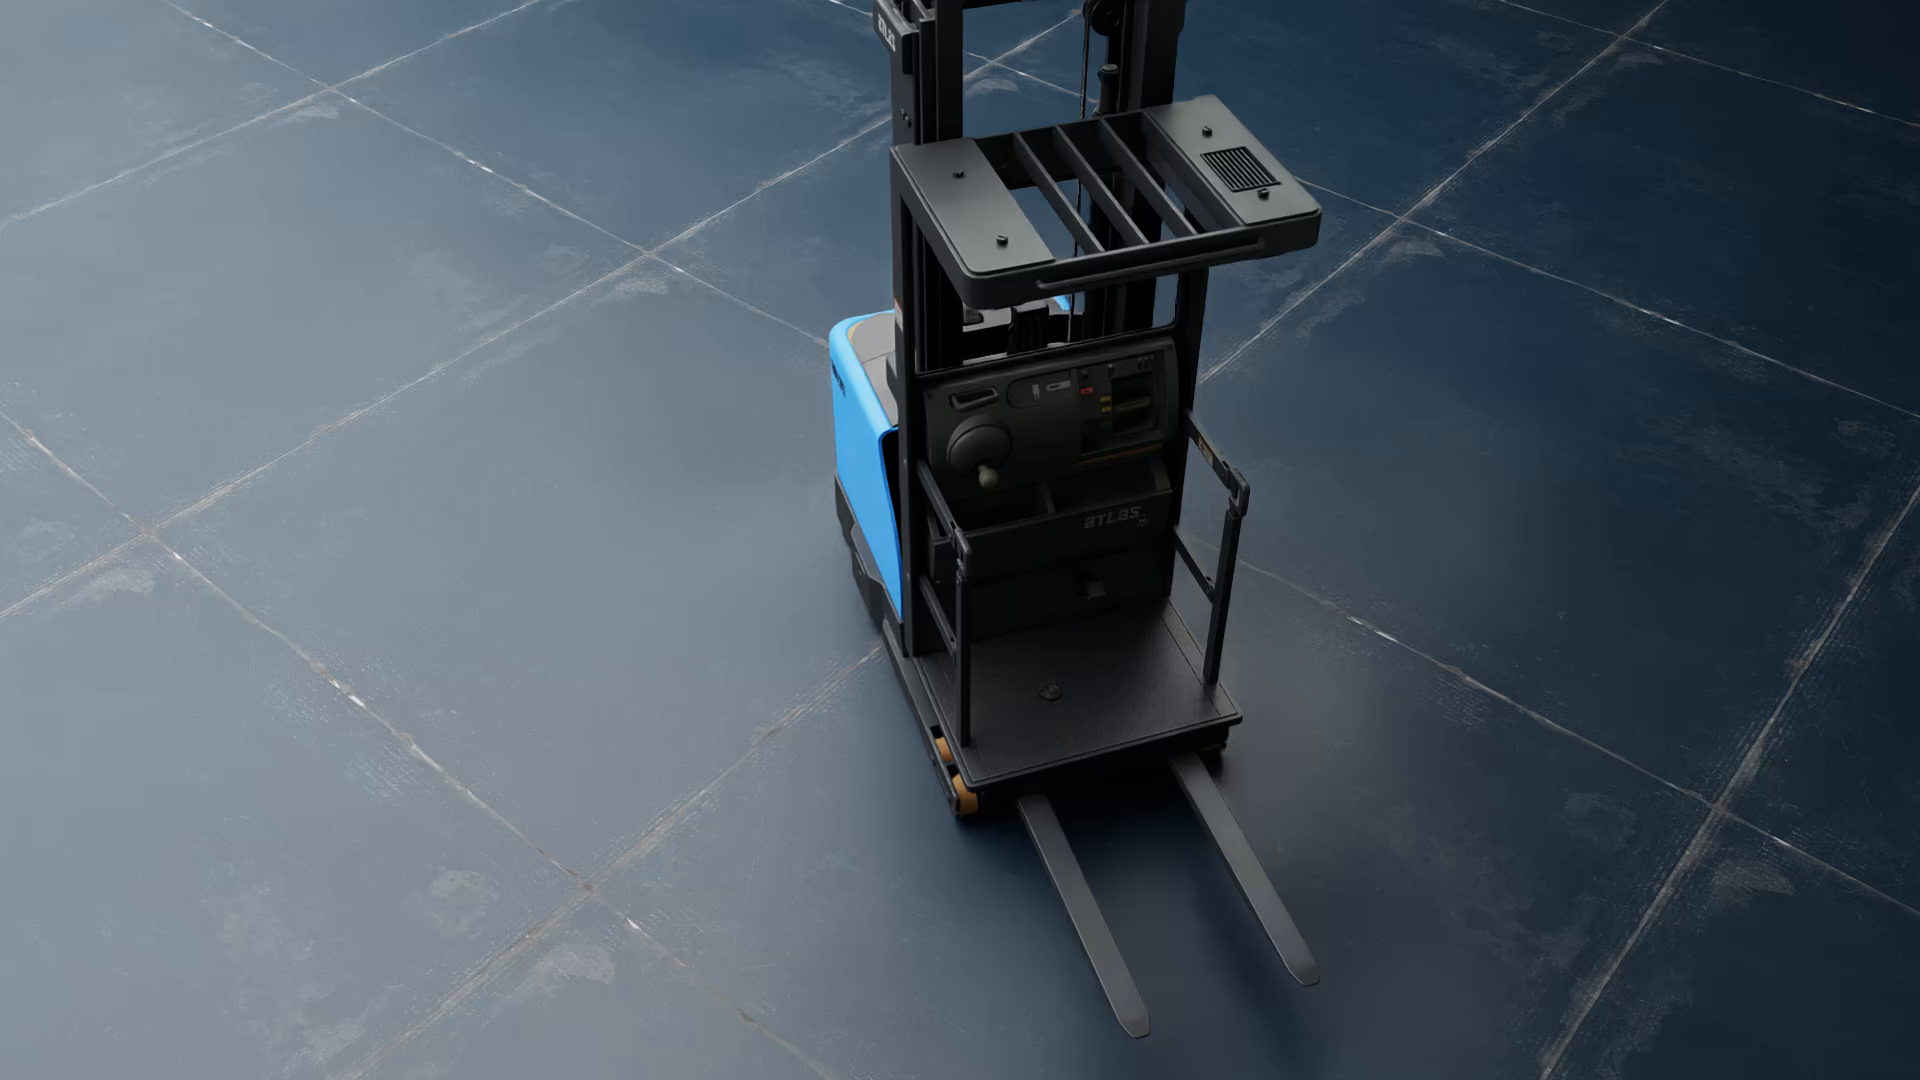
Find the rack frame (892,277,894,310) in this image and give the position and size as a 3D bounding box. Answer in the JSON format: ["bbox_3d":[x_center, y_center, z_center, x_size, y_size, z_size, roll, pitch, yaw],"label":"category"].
[{"bbox_3d":[-0.254,-0.670,7.389,0.008,1.050,0.200,-13,44,-14],"label":"rack frame"}]

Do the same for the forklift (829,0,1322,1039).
[{"bbox_3d":[0.395,-0.354,5.643,1.130,2.935,3.031,-13,44,-14],"label":"forklift"}]

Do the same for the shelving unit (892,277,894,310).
[{"bbox_3d":[-0.139,-0.697,7.419,0.252,1.050,0.215,-13,44,-14],"label":"shelving unit"}]
